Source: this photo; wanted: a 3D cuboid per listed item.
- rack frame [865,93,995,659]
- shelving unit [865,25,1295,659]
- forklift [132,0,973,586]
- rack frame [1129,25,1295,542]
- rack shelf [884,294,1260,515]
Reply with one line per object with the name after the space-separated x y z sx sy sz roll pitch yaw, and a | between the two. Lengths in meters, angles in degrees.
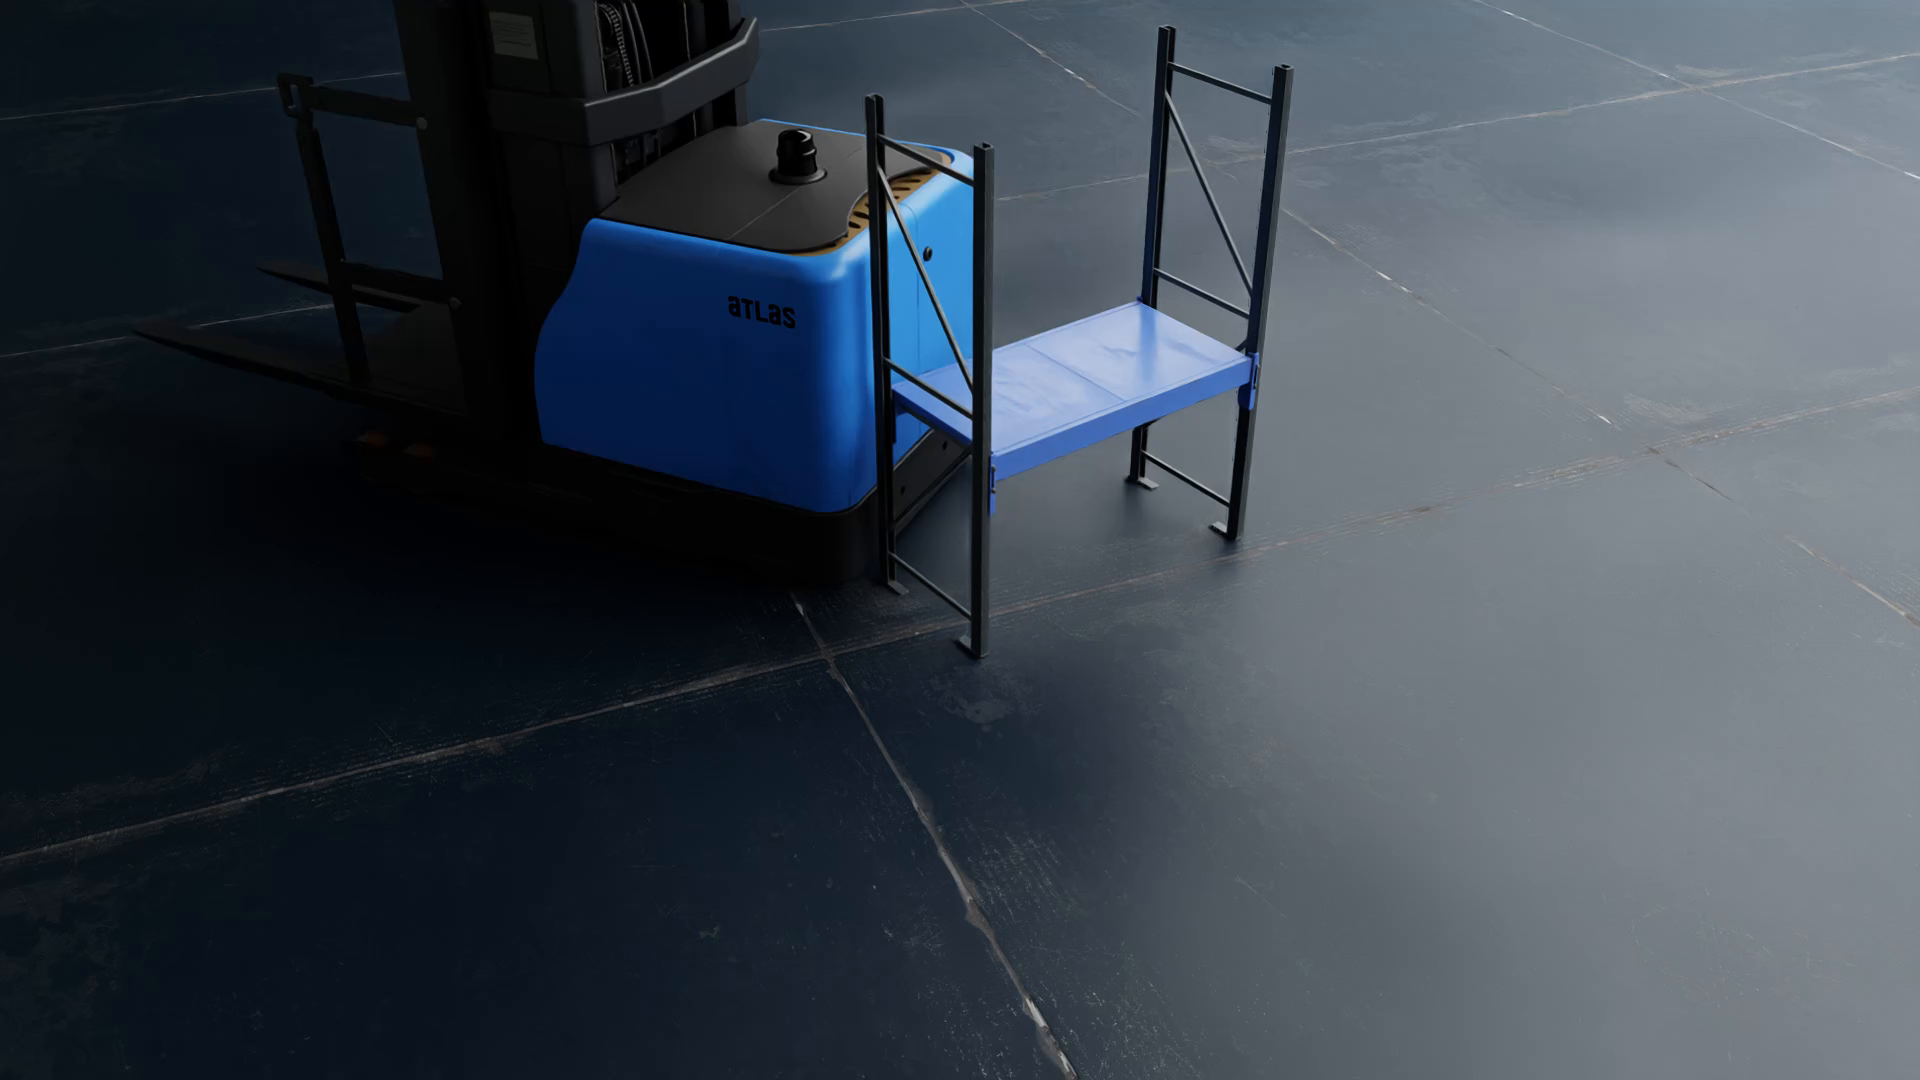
-0.080 -0.403 4.494 0.032 1.500 0.500 -22 39 -30 | rack frame
0.325 -0.570 4.751 1.048 1.500 0.538 -22 39 -30 | shelving unit
-1.487 -1.625 5.060 3.031 2.935 1.130 14 36 21 | forklift
0.731 -0.737 5.008 0.032 1.500 0.500 -22 39 -30 | rack frame
0.325 -0.419 4.849 1.000 0.185 0.538 -22 39 -30 | rack shelf
